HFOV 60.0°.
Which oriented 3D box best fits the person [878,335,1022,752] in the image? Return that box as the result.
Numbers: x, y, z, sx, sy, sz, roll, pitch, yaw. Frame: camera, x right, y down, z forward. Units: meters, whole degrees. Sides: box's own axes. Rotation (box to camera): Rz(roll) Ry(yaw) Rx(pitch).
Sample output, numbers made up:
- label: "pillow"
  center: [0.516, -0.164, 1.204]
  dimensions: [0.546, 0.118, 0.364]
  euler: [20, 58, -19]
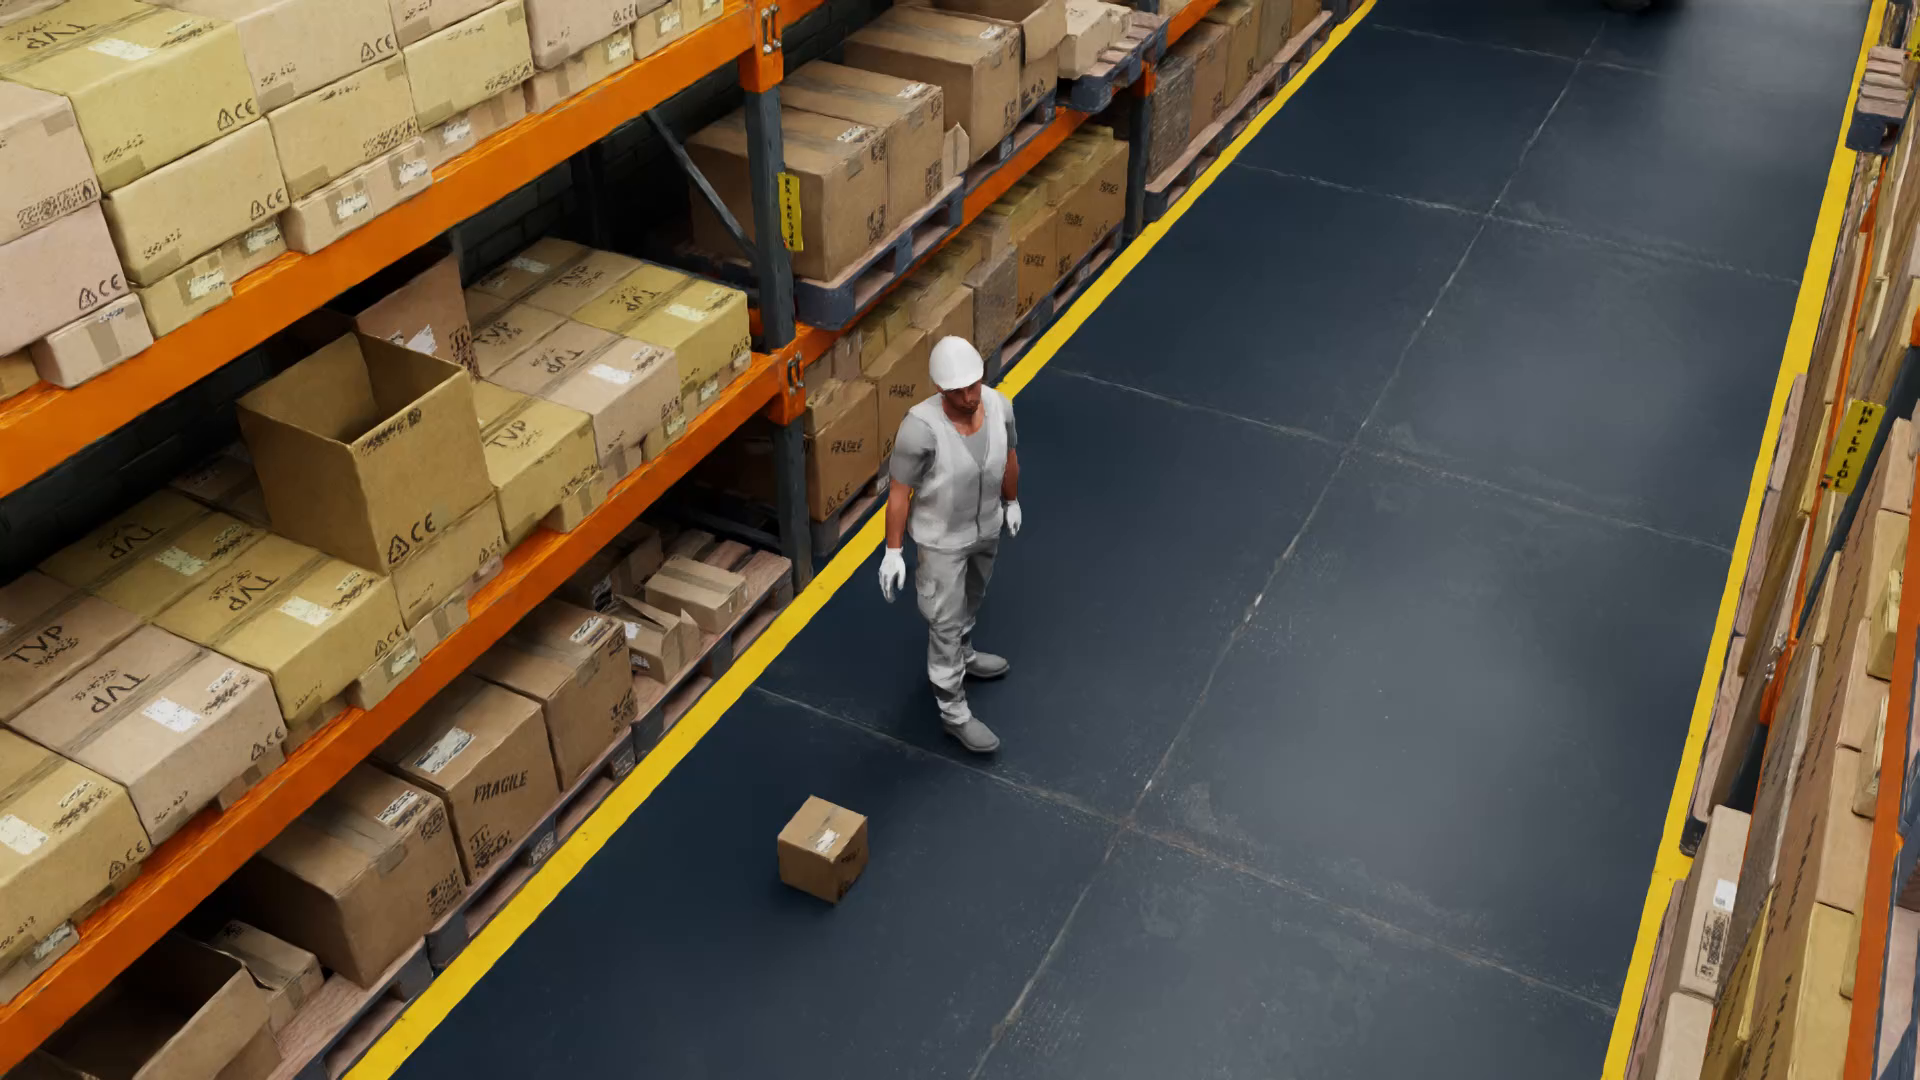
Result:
- label: "person"
  center: [0.023, 0.019, 6.569]
  dimensions: [0.755, 1.783, 0.610]
  euler: [-28, 46, -31]
